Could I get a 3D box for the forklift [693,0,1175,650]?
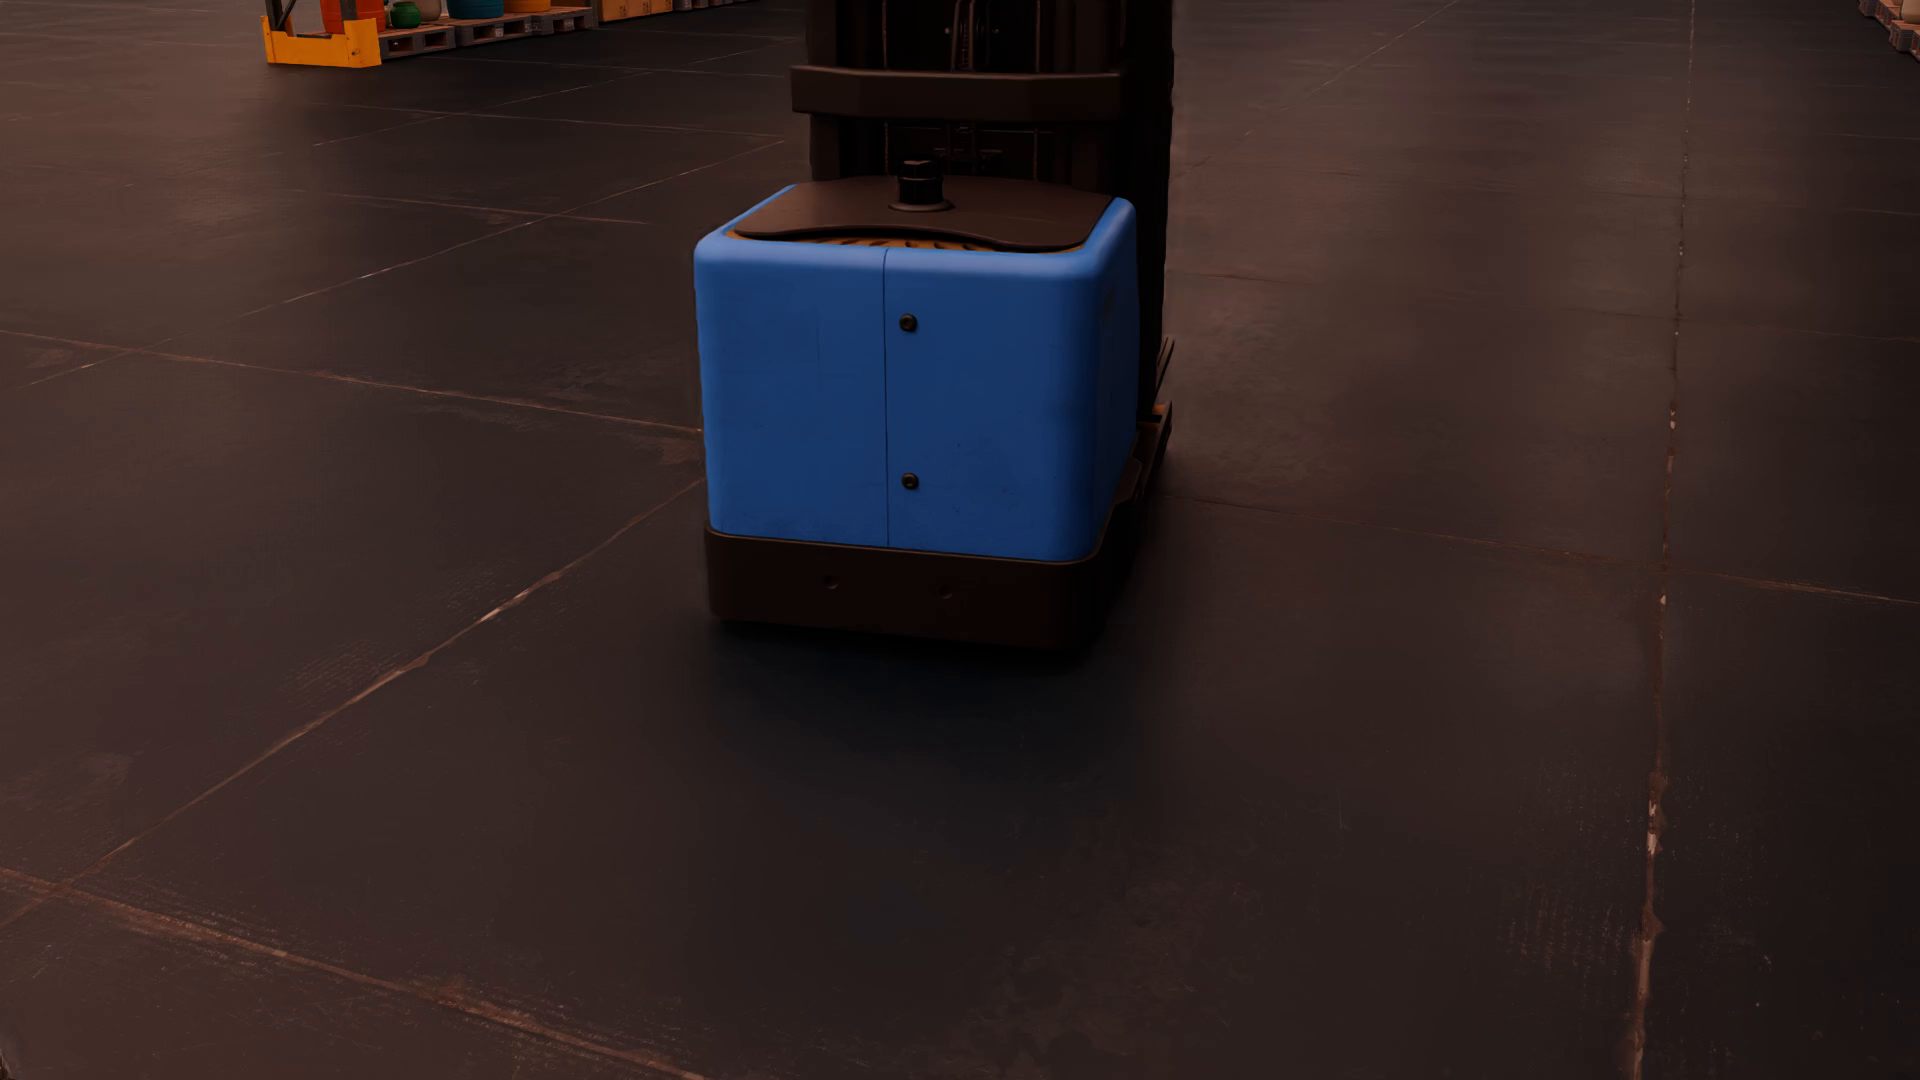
[{"bbox_3d":[0.132,-1.611,5.146,1.130,2.935,3.031,5,23,11],"label":"forklift"}]
